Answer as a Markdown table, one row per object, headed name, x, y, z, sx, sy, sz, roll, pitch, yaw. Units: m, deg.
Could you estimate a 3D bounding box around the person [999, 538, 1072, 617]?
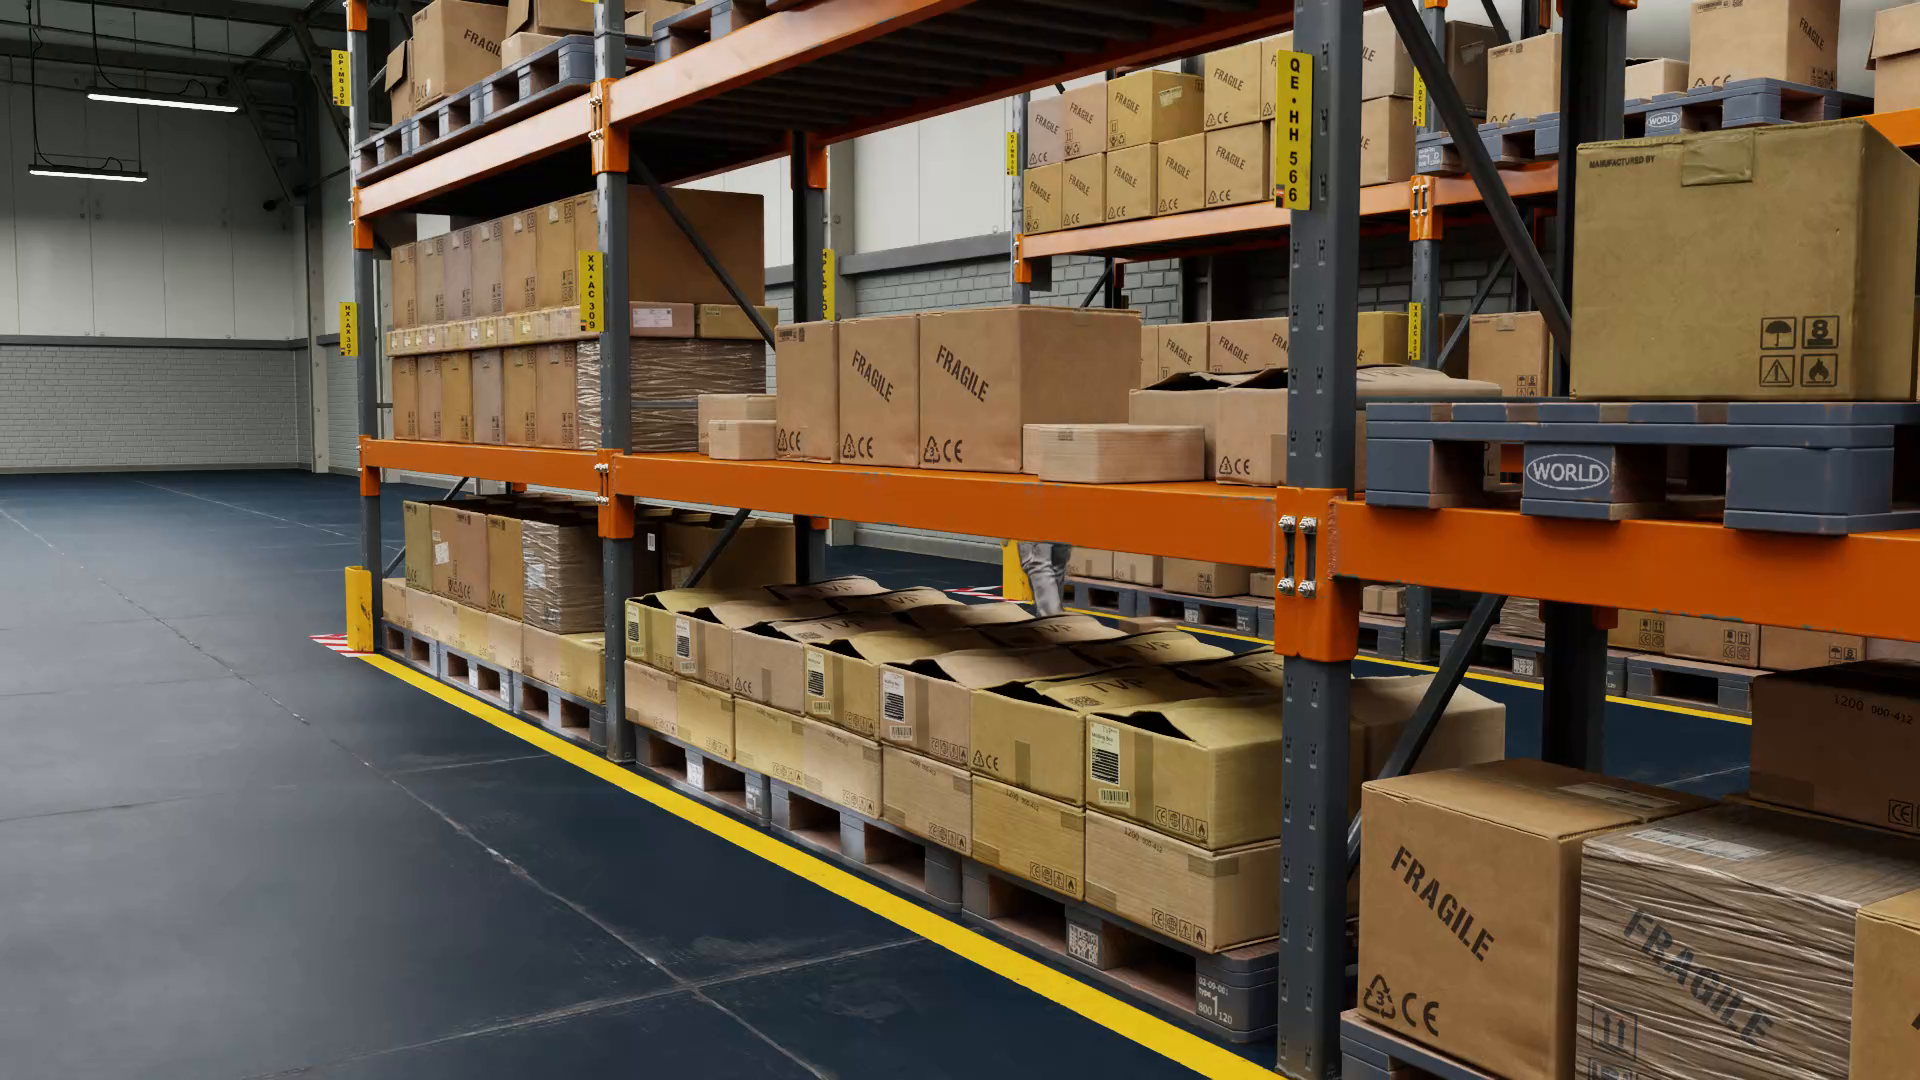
| name | x | y | z | sx | sy | sz | roll | pitch | yaw |
| --- | --- | --- | --- | --- | --- | --- | --- | --- | --- |
| person | 0.481 | -0.178 | 10.057 | 0.577 | 1.714 | 1.098 | -1 | 5 | -16 |
